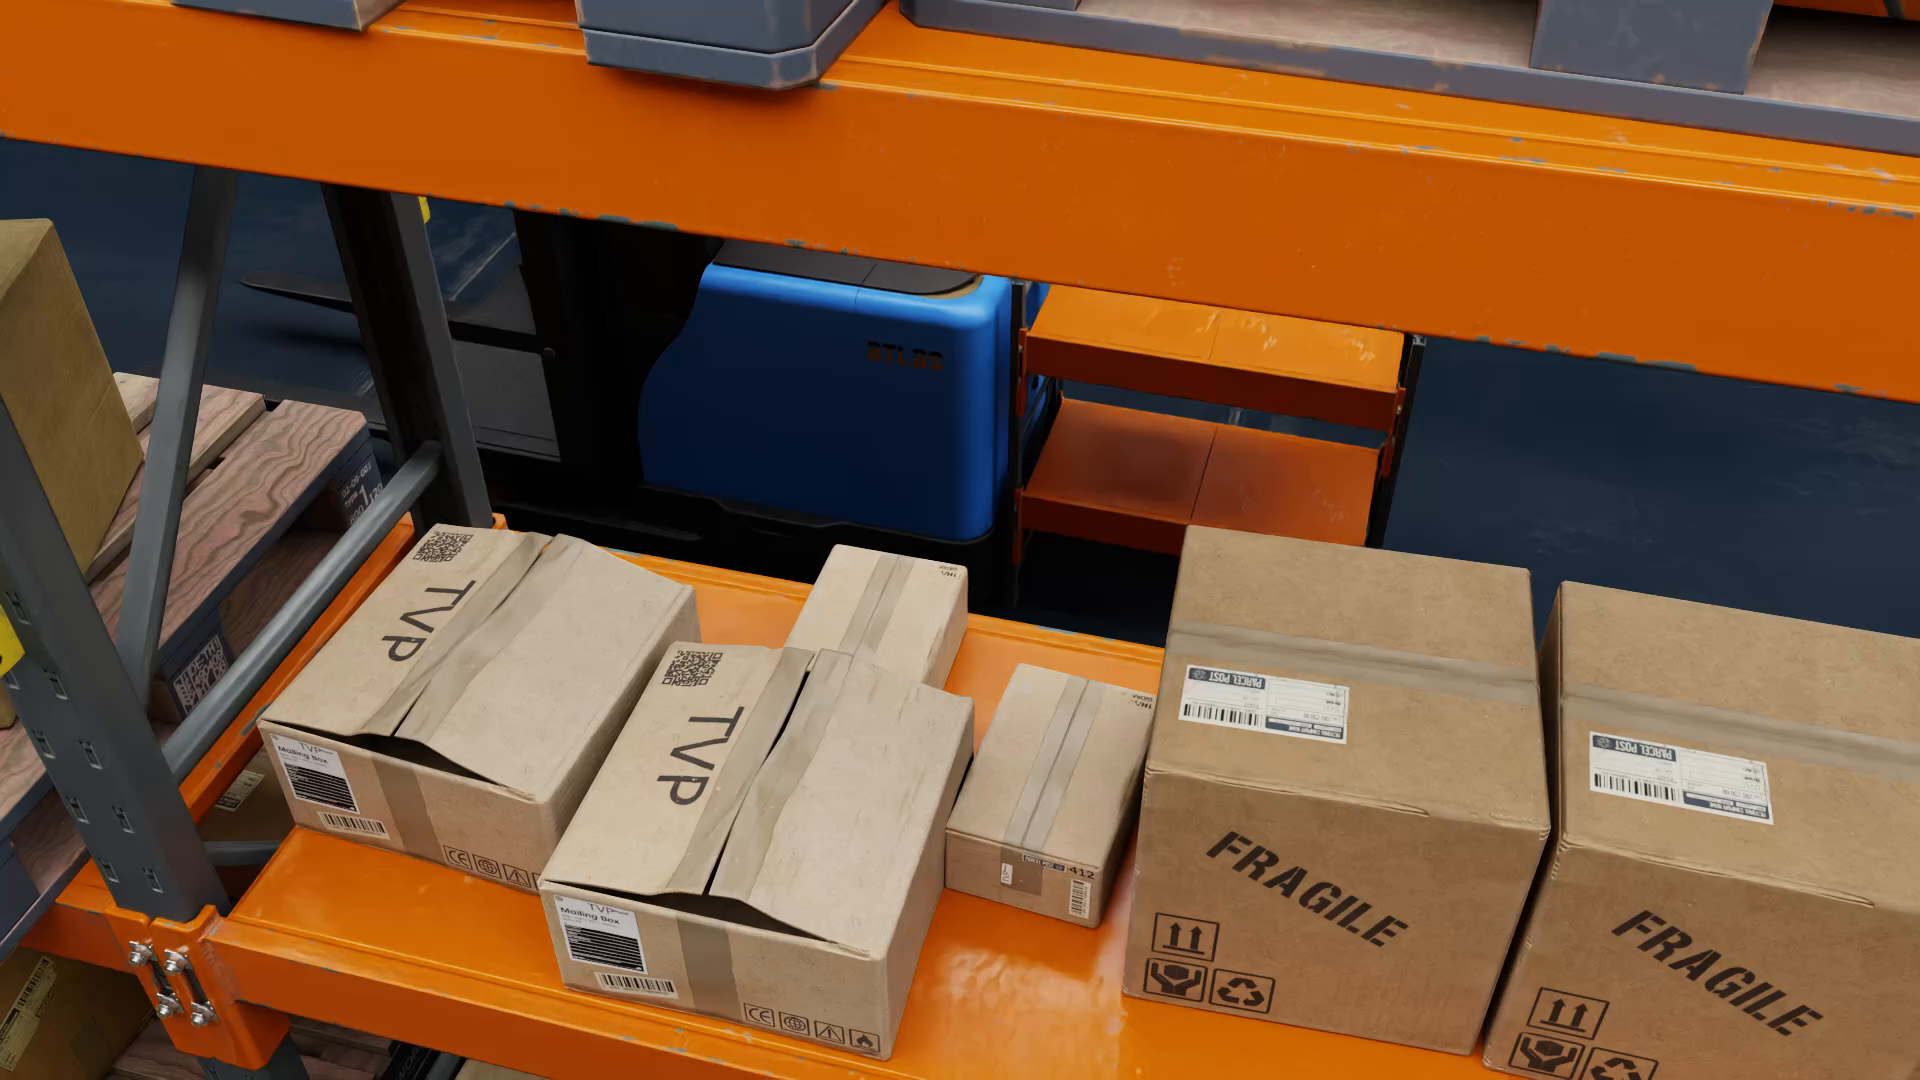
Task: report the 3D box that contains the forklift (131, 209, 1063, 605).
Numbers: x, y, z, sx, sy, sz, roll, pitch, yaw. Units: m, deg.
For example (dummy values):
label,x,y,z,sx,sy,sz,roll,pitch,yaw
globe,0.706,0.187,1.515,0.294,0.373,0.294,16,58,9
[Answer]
label,x,y,z,sx,sy,sz,roll,pitch,yaw
forklift,-1.236,-1.450,4.698,3.031,2.935,1.130,11,41,12

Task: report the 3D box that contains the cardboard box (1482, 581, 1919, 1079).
label,x,y,z,sx,sy,sz,roll,pitch,yaw
cardboard box,1.039,0.441,2.315,0.500,0.500,0.500,10,41,11

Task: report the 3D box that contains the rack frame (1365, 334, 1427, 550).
label,x,y,z,sx,sy,sz,roll,pitch,yaw
rack frame,1.194,-0.201,4.615,0.032,1.125,0.500,11,41,12

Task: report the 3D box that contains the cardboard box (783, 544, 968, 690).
label,x,y,z,sx,sy,sz,roll,pitch,yaw
cardboard box,-0.154,0.197,2.878,0.250,0.149,0.380,10,41,11

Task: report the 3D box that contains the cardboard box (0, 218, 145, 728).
label,x,y,z,sx,sy,sz,roll,pitch,yaw
cardboard box,-1.732,-0.111,2.645,0.500,0.500,0.700,-3,40,-3

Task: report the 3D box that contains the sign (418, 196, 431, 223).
label,x,y,z,sx,sy,sz,roll,pitch,yaw
sign,-0.954,-0.666,2.810,0.005,0.325,0.100,10,41,11

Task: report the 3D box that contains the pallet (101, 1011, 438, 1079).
label,x,y,z,sx,sy,sz,roll,pitch,yaw
pallet,-1.806,1.043,3.844,1.213,0.211,1.003,10,41,11

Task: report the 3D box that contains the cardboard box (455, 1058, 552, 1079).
label,x,y,z,sx,sy,sz,roll,pitch,yaw
cardboard box,-0.664,1.070,3.019,0.500,0.311,0.500,11,41,13

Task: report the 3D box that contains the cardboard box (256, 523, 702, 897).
label,x,y,z,sx,sy,sz,roll,pitch,yaw
cardboard box,-0.754,0.245,2.695,0.500,0.311,0.500,12,42,14

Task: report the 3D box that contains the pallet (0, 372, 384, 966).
label,x,y,z,sx,sy,sz,roll,pitch,yaw
pallet,-1.767,0.127,2.915,1.003,0.211,1.213,10,41,11

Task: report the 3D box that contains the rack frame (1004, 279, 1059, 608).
label,x,y,z,sx,sy,sz,roll,pitch,yaw
rack frame,0.217,-0.382,4.831,0.032,1.125,0.500,11,41,12

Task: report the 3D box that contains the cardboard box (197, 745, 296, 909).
label,x,y,z,sx,sy,sz,roll,pitch,yaw
cardboard box,-1.460,0.659,3.735,0.500,0.500,0.500,11,41,13

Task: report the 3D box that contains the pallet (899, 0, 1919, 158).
label,x,y,z,sx,sy,sz,roll,pitch,yaw
pallet,0.666,-0.712,1.580,1.213,0.211,1.003,12,41,13

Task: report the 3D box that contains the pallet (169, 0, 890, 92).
label,x,y,z,sx,sy,sz,roll,pitch,yaw
pallet,-0.416,-0.896,1.799,1.003,0.211,1.213,12,41,13

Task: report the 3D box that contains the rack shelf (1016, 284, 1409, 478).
label,x,y,z,sx,sy,sz,roll,pitch,yaw
rack shelf,0.705,-0.516,4.535,1.000,0.278,0.538,11,41,12

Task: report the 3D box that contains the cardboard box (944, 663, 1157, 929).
label,x,y,z,sx,sy,sz,roll,pitch,yaw
cardboard box,0.152,0.396,2.641,0.250,0.149,0.380,13,42,15

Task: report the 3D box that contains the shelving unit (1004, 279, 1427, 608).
label,x,y,z,sx,sy,sz,roll,pitch,yaw
shelving unit,0.705,-0.292,4.723,1.048,1.125,0.538,11,41,12

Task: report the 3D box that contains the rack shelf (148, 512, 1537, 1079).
label,x,y,z,sx,sy,sz,roll,pitch,yaw
rack shelf,0.838,0.731,2.607,4.000,0.370,1.077,10,41,11

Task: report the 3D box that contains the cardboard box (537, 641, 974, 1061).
label,x,y,z,sx,sy,sz,roll,pitch,yaw
cardboard box,-0.280,0.426,2.479,0.500,0.311,0.500,9,41,11

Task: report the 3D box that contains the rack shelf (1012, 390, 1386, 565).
label,x,y,z,sx,sy,sz,roll,pitch,yaw
rack shelf,0.705,-0.105,4.880,1.000,0.278,0.538,11,41,12

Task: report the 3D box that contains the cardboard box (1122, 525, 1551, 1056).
label,x,y,z,sx,sy,sz,roll,pitch,yaw
cardboard box,0.531,0.354,2.419,0.500,0.500,0.500,8,41,9

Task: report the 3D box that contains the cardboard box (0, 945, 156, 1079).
label,x,y,z,sx,sy,sz,roll,pitch,yaw
cardboard box,-2.058,0.902,3.445,0.500,0.500,0.500,11,41,13

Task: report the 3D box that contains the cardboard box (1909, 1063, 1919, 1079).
label,x,y,z,sx,sy,sz,roll,pitch,yaw
cardboard box,1.523,0.524,2.216,0.500,0.500,0.500,13,42,15

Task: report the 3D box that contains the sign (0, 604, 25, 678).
label,x,y,z,sx,sy,sz,roll,pitch,yaw
sign,-1.225,0.049,2.021,0.005,0.325,0.100,10,41,11

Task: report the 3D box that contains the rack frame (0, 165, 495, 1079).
label,x,y,z,sx,sy,sz,roll,pitch,yaw
rack frame,-1.094,0.123,2.771,0.127,3.000,1.000,10,41,11

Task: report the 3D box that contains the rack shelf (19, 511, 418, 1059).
label,x,y,z,sx,sy,sz,roll,pitch,yaw
rack shelf,-3.026,0.066,3.398,4.000,0.370,1.077,10,41,11
